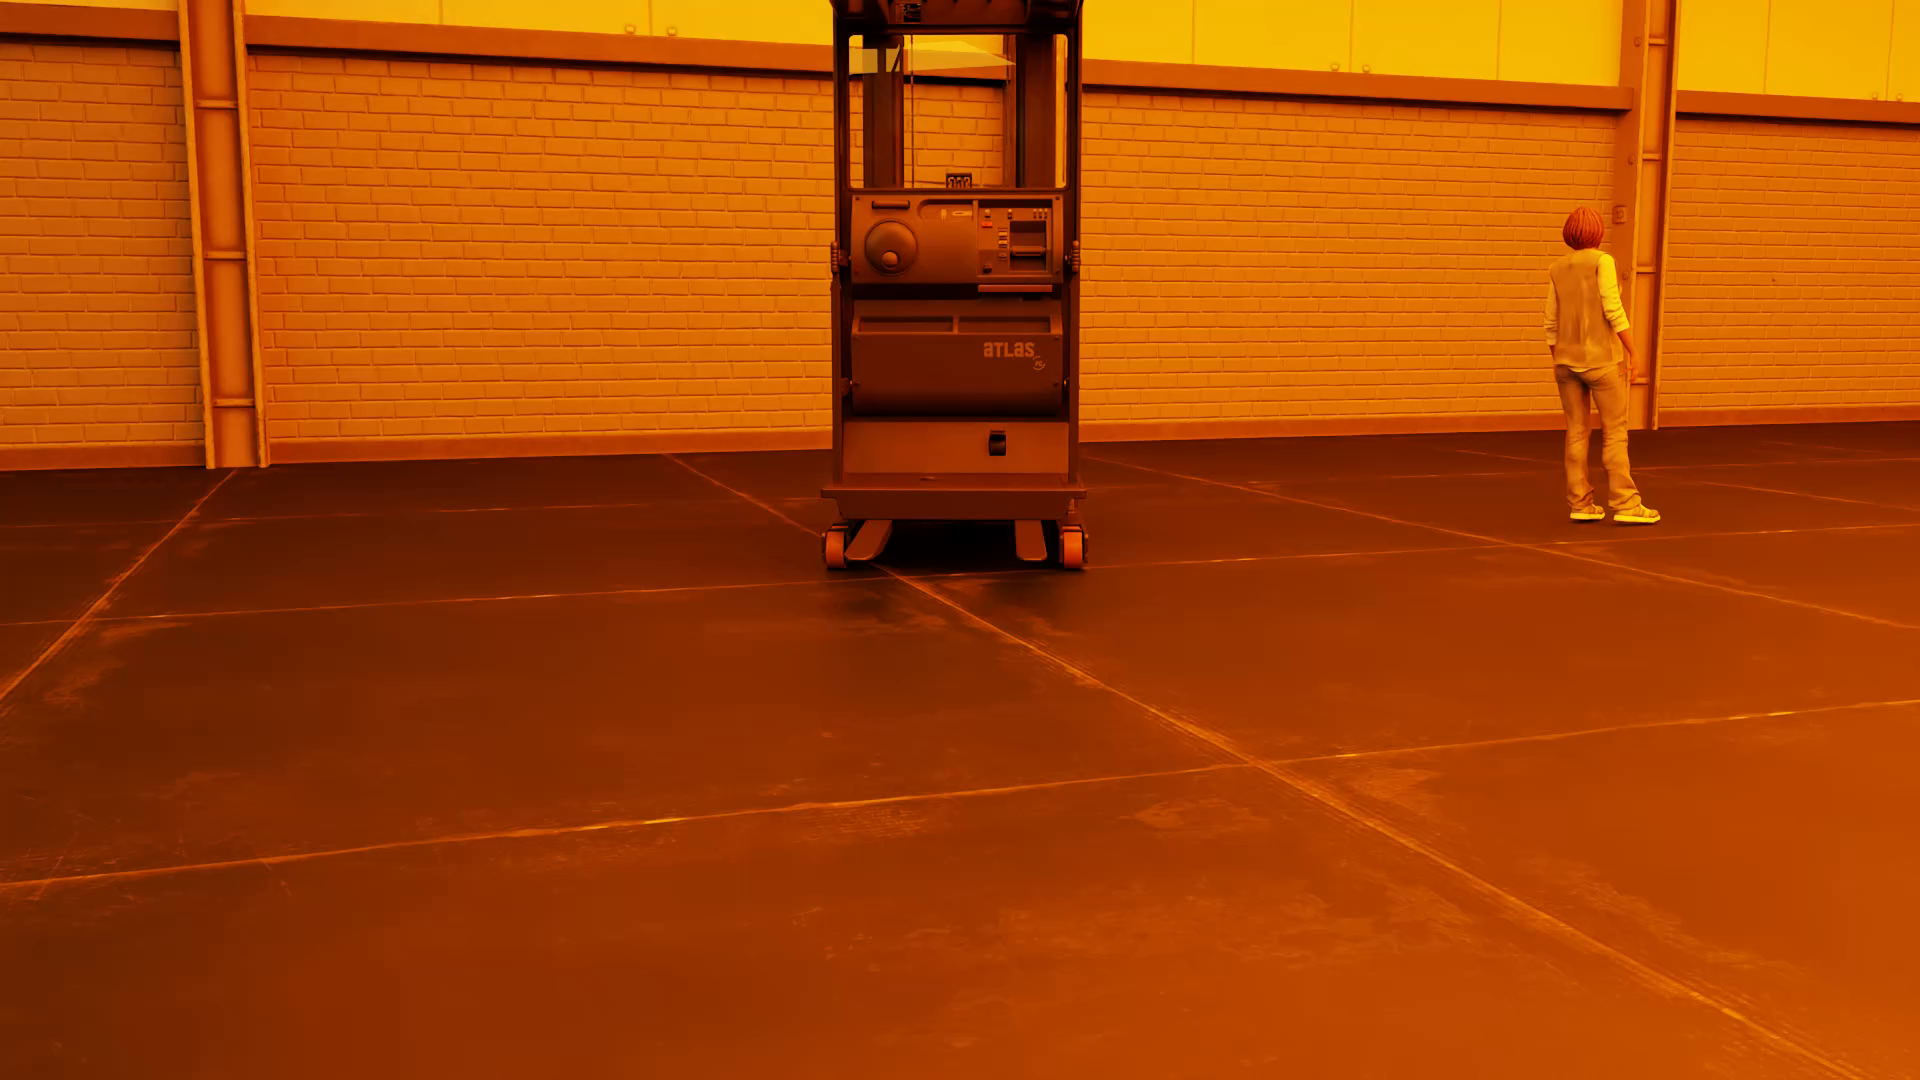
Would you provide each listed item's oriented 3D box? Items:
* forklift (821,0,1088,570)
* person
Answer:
[{"bbox_3d":[-0.016,-1.368,7.104,1.130,2.935,3.031,0,8,1],"label":"forklift"},{"bbox_3d":[3.273,-0.893,8.508,0.475,1.596,0.520,-5,9,-32],"label":"person"}]
